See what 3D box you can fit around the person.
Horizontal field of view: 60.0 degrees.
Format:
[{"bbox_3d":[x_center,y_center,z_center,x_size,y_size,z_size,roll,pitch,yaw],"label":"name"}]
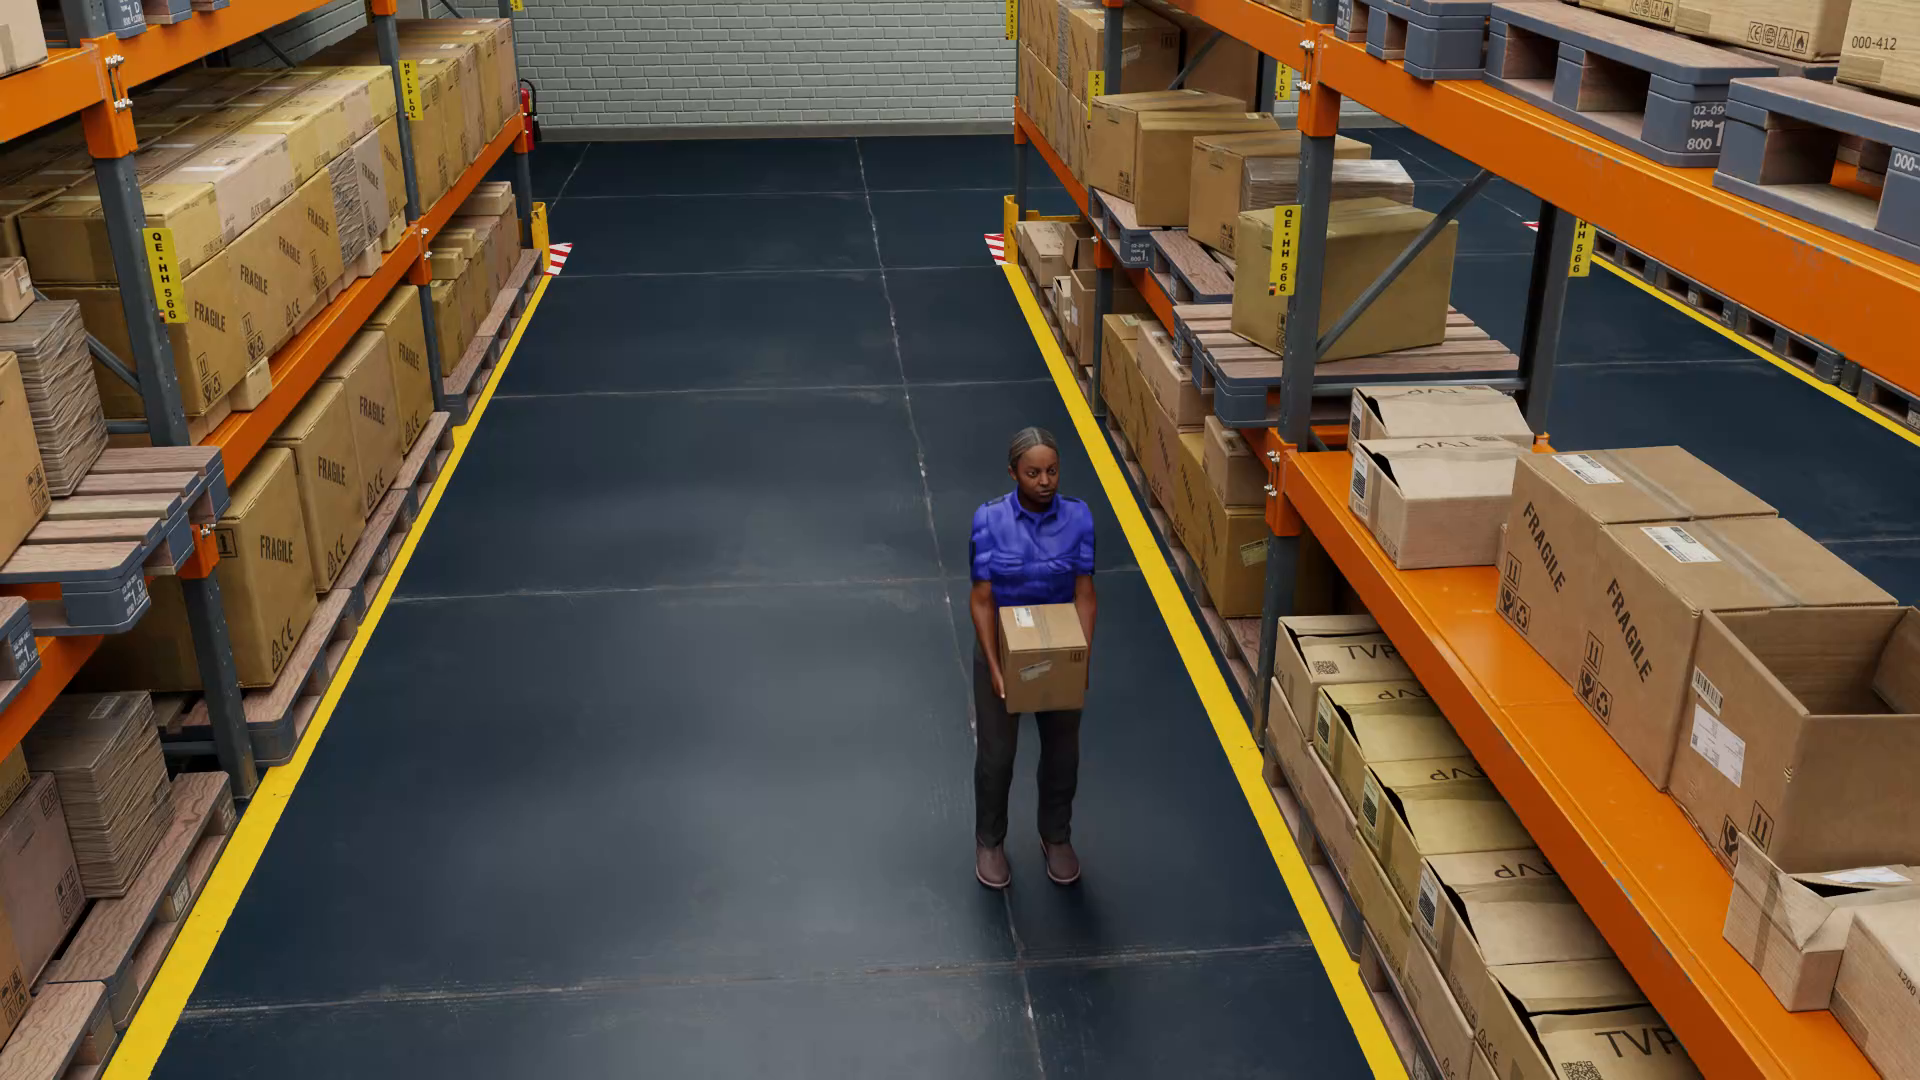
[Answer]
[{"bbox_3d":[0.249,0.445,5.613,0.435,1.656,0.504,-3,24,-6],"label":"person"}]
